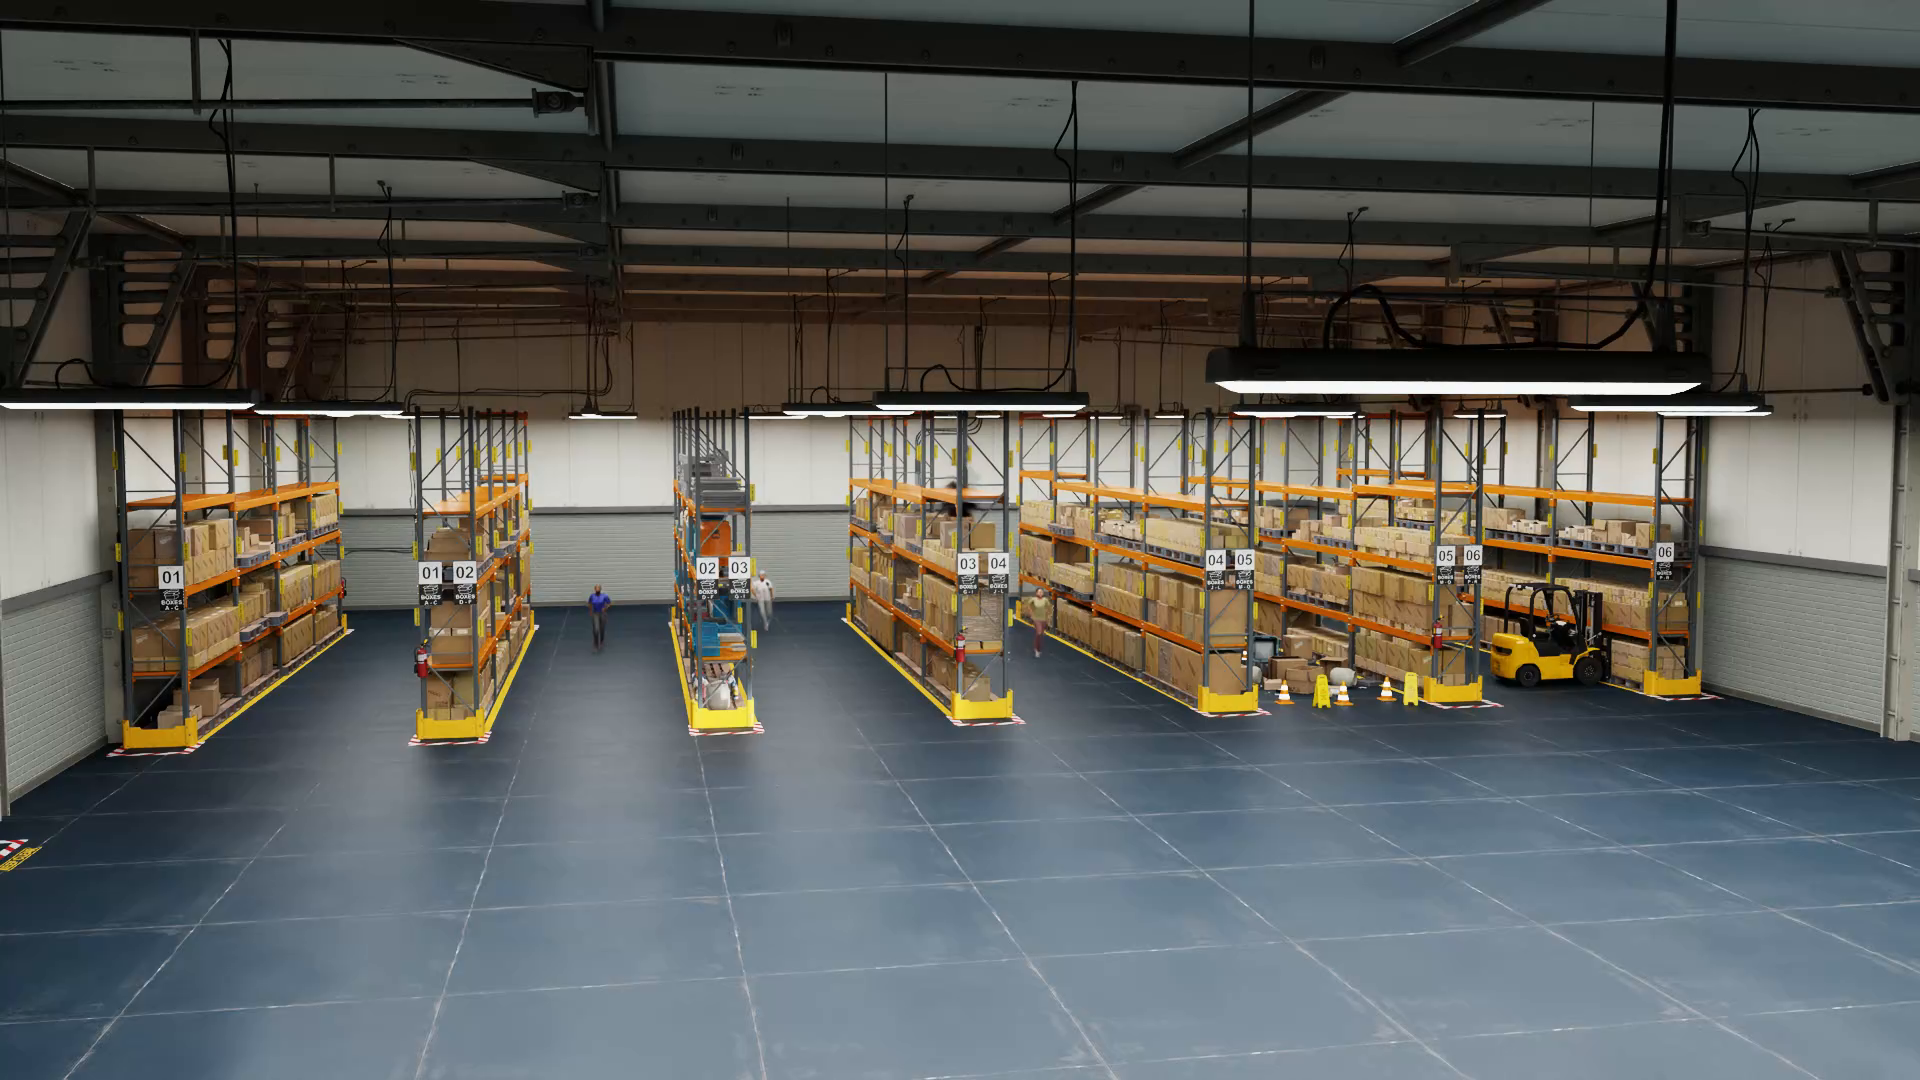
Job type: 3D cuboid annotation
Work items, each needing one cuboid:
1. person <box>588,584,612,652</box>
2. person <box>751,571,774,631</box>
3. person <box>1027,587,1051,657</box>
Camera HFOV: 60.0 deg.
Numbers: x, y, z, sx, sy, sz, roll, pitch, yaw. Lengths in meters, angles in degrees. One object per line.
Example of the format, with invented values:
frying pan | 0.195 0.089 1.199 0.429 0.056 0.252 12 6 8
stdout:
person | -9.027 1.951 41.734 0.587 1.722 0.709 -1 4 -8
person | -5.441 1.666 45.867 0.627 1.636 0.605 -1 4 -17
person | 1.965 2.008 40.745 0.546 1.725 0.717 -1 4 -13
